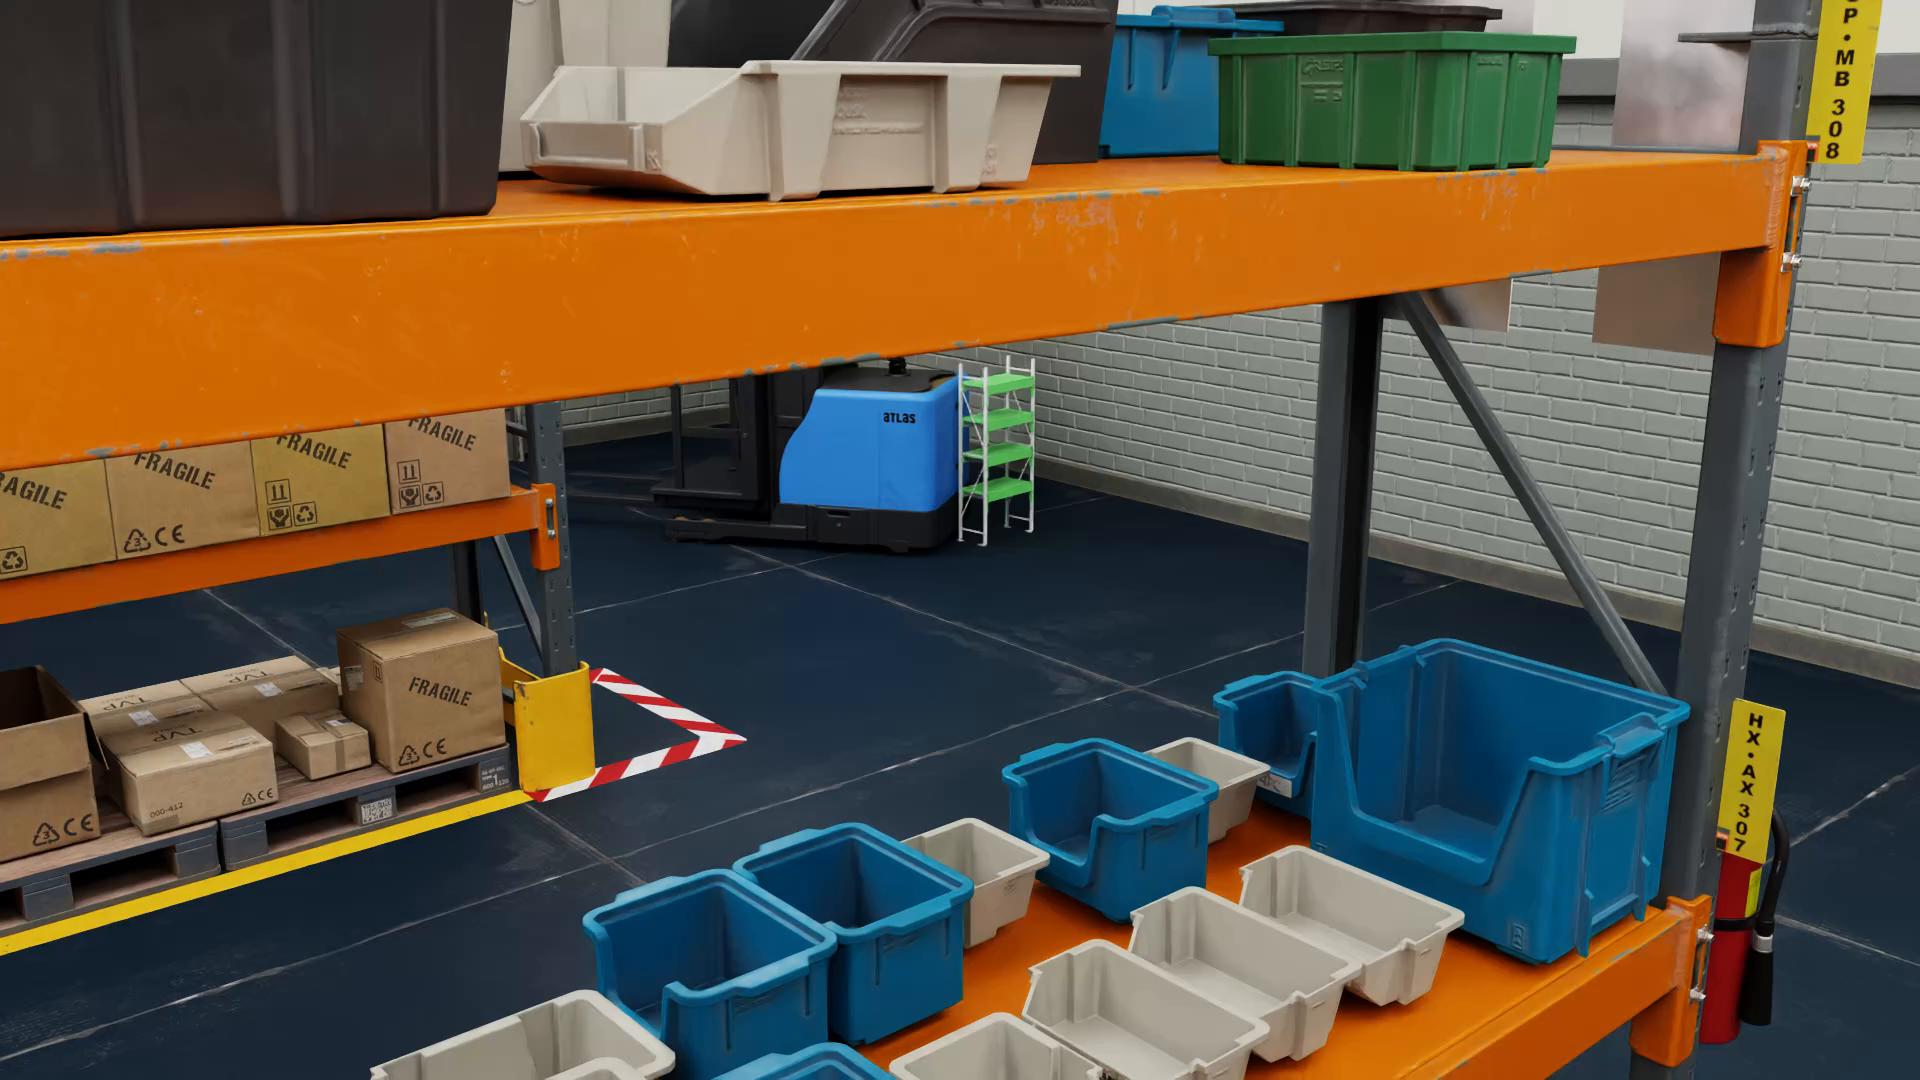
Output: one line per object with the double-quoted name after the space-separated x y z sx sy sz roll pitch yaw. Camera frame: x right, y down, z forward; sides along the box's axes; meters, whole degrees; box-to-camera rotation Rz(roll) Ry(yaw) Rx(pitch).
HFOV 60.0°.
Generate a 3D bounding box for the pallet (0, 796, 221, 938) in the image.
-3.624 1.192 6.379 1.213 0.211 1.003 -13 19 -39 "pallet"

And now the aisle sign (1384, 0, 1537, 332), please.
1.062 -0.870 3.657 0.004 0.787 0.394 -13 19 -39 "aisle sign"

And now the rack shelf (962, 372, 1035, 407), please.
0.247 -1.008 11.088 0.258 0.148 0.480 13 20 40 "rack shelf"

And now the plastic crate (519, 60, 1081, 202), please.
-0.193 -0.468 1.886 0.530 0.136 0.437 -13 19 -39 "plastic crate"

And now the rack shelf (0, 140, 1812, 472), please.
-0.306 -0.307 2.168 4.000 0.370 1.077 -13 19 -39 "rack shelf"

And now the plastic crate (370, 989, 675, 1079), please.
-0.699 0.878 2.544 0.466 0.136 0.293 -13 19 -39 "plastic crate"

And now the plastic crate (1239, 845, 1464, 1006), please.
0.706 0.728 3.108 0.243 0.136 0.396 -13 19 -39 "plastic crate"

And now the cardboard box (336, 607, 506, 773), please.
-2.295 0.626 7.085 0.500 0.500 0.500 -13 19 -39 "cardboard box"

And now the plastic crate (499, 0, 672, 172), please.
-0.672 -0.621 2.178 0.530 0.282 0.437 -13 19 -39 "plastic crate"

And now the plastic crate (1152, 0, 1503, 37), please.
0.729 -0.919 3.319 0.590 0.269 0.497 -13 19 -39 "plastic crate"

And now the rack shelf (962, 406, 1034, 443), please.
0.247 -0.777 11.150 0.258 0.148 0.480 13 20 40 "rack shelf"

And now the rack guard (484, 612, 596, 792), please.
-2.104 0.712 7.618 0.348 0.500 1.175 -13 19 -39 "rack guard"

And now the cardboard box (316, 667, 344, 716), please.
-2.776 0.694 7.478 0.250 0.166 0.380 -13 19 -39 "cardboard box"

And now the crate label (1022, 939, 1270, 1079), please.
0.284 0.826 2.740 0.243 0.136 0.396 -13 19 -39 "crate label"

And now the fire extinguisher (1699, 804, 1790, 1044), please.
1.615 0.736 3.553 0.183 0.674 0.296 -13 19 -39 "fire extinguisher"

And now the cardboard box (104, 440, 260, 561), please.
-2.974 -0.256 6.204 0.500 0.500 0.500 -12 19 -39 "cardboard box"

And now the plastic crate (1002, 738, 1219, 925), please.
0.304 0.597 3.410 0.300 0.233 0.416 -13 19 -39 "plastic crate"

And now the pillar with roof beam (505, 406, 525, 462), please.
-1.006 -4.159 9.382 0.400 9.000 9.100 -13 19 -39 "pillar with roof beam"

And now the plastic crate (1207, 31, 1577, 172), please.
0.646 -0.668 2.537 0.336 0.188 0.450 -13 19 -39 "plastic crate"

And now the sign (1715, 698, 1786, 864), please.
1.576 0.481 3.319 0.005 0.325 0.100 -13 19 -39 "sign"

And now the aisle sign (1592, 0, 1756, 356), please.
1.449 -0.755 3.227 0.004 0.787 0.394 -13 19 -39 "aisle sign"

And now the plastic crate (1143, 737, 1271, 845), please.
0.504 0.570 3.697 0.298 0.136 0.250 -13 19 -39 "plastic crate"

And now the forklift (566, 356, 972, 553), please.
-1.494 -1.518 11.254 3.031 2.935 1.130 4 15 14 "forklift"

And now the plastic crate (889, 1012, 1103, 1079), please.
0.073 0.880 2.539 0.250 0.136 0.298 -13 19 -39 "plastic crate"

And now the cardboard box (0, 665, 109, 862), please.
-3.650 0.843 6.267 0.637 0.503 0.797 -13 19 -39 "cardboard box"

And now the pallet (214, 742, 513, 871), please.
-2.704 0.986 7.149 1.213 0.211 1.003 -13 19 -39 "pallet"

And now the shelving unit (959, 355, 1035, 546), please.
0.247 -0.606 11.195 0.258 1.200 0.503 13 20 40 "shelving unit"

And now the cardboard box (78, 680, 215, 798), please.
-3.397 0.813 6.869 0.500 0.250 0.500 -13 19 -39 "cardboard box"

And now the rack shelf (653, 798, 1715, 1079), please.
-0.306 1.142 2.555 4.000 0.370 1.077 -13 19 -39 "rack shelf"

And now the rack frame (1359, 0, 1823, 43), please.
1.203 -2.442 2.956 0.127 3.000 1.000 -13 19 -39 "rack frame"

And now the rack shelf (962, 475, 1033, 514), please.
0.247 -0.313 11.274 0.258 0.148 0.480 13 20 40 "rack shelf"

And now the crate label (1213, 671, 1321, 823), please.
0.800 0.486 3.828 0.303 0.233 0.416 -13 19 -39 "crate label"

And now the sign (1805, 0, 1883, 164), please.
1.576 -0.838 2.966 0.005 0.325 0.100 -13 19 -39 "sign"

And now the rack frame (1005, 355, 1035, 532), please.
0.409 -0.654 11.372 0.240 1.200 0.015 13 20 40 "rack frame"

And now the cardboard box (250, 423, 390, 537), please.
-2.594 -0.340 6.516 0.500 0.500 0.500 -12 19 -39 "cardboard box"

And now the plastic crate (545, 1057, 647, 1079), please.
-0.542 0.939 2.036 0.530 0.282 0.437 -13 19 -39 "plastic crate"

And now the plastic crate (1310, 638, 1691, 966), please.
1.073 0.503 3.370 0.499 0.435 0.616 -13 19 -39 "plastic crate"

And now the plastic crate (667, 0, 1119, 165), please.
-0.130 -0.758 2.583 0.767 0.338 0.504 -13 19 -39 "plastic crate"

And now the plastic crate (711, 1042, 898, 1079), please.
-0.178 0.906 2.255 0.300 0.233 0.416 -13 19 -39 "plastic crate"

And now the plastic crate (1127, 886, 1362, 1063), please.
0.478 0.774 2.935 0.243 0.136 0.396 -13 19 -39 "plastic crate"

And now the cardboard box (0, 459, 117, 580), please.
-3.355 -0.171 5.884 0.500 0.500 0.500 -13 20 -40 "cardboard box"

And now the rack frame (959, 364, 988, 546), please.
0.086 -0.559 11.018 0.240 1.200 0.015 13 20 40 "rack frame"

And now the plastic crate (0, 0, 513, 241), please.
-0.698 -0.410 1.412 0.590 0.269 0.497 -13 19 -39 "plastic crate"

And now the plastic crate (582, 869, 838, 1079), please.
-0.419 0.759 2.802 0.300 0.233 0.416 -13 19 -39 "plastic crate"

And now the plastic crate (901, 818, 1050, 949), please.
-0.008 0.685 3.267 0.298 0.136 0.250 -13 19 -39 "plastic crate"

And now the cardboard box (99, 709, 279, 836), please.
-3.031 0.902 6.536 0.500 0.250 0.500 -13 19 -39 "cardboard box"

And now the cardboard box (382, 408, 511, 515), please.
-2.205 -0.428 6.848 0.500 0.500 0.500 -12 19 -38 "cardboard box"

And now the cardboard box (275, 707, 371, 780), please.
-2.659 0.838 6.936 0.250 0.166 0.380 -13 19 -39 "cardboard box"

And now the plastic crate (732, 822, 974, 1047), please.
-0.193 0.709 2.993 0.300 0.233 0.416 -13 19 -39 "plastic crate"

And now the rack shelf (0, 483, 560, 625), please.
-3.555 0.177 6.168 4.000 0.370 1.077 -13 19 -39 "rack shelf"

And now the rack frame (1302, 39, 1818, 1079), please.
1.203 0.456 3.731 0.127 3.000 1.000 -13 19 -39 "rack frame"

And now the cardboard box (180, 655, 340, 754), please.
-3.020 0.728 7.186 0.500 0.250 0.500 -13 19 -39 "cardboard box"

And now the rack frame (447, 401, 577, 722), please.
-2.046 -0.509 7.343 0.127 3.000 1.000 -13 19 -39 "rack frame"

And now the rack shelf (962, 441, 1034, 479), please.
0.247 -0.545 11.212 0.258 0.148 0.480 13 20 40 "rack shelf"

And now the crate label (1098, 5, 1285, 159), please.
0.294 -0.828 3.013 0.502 0.251 0.408 -13 19 -39 "crate label"
